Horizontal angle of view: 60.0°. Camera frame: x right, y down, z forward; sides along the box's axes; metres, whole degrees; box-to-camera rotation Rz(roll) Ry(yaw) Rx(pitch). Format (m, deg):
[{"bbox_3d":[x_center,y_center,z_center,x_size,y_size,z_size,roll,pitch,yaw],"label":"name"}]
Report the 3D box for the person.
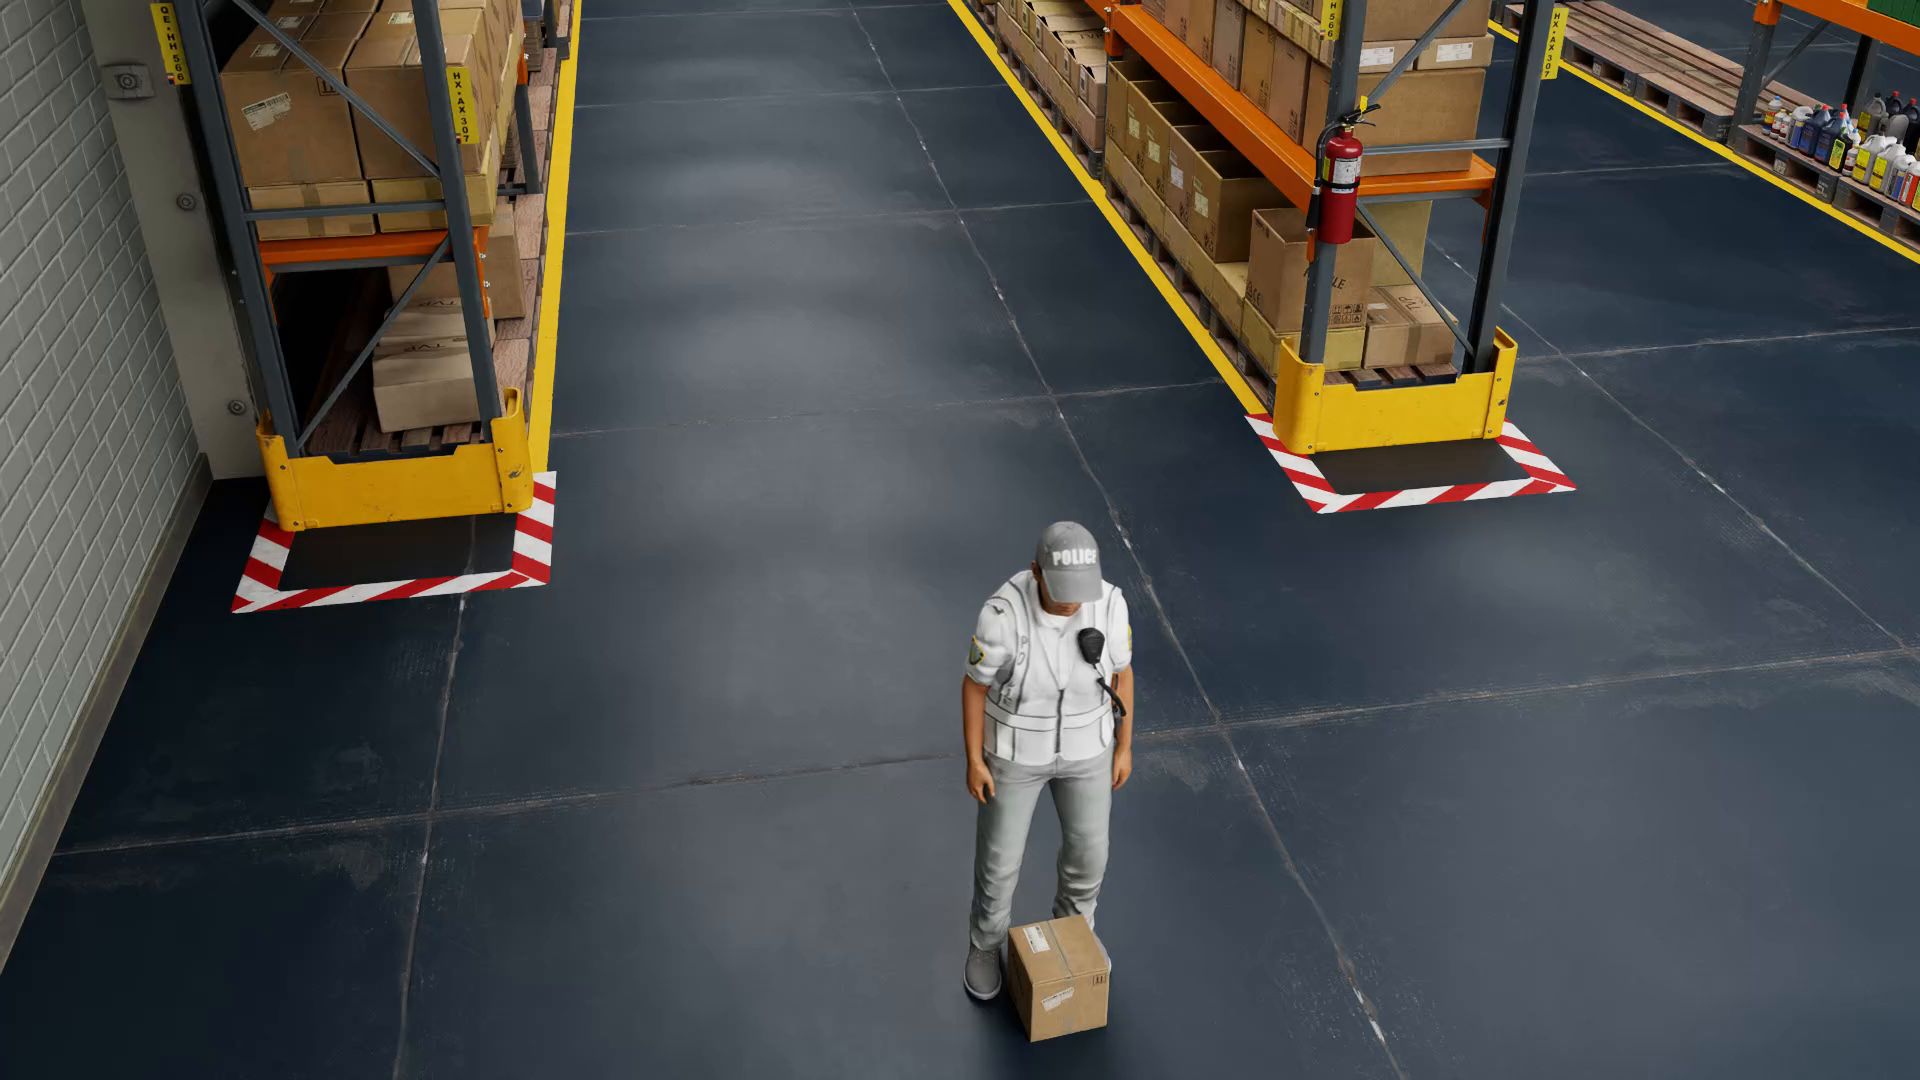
[{"bbox_3d":[0.263,0.652,5.035,0.538,1.666,0.465,-5,31,-8],"label":"person"}]
